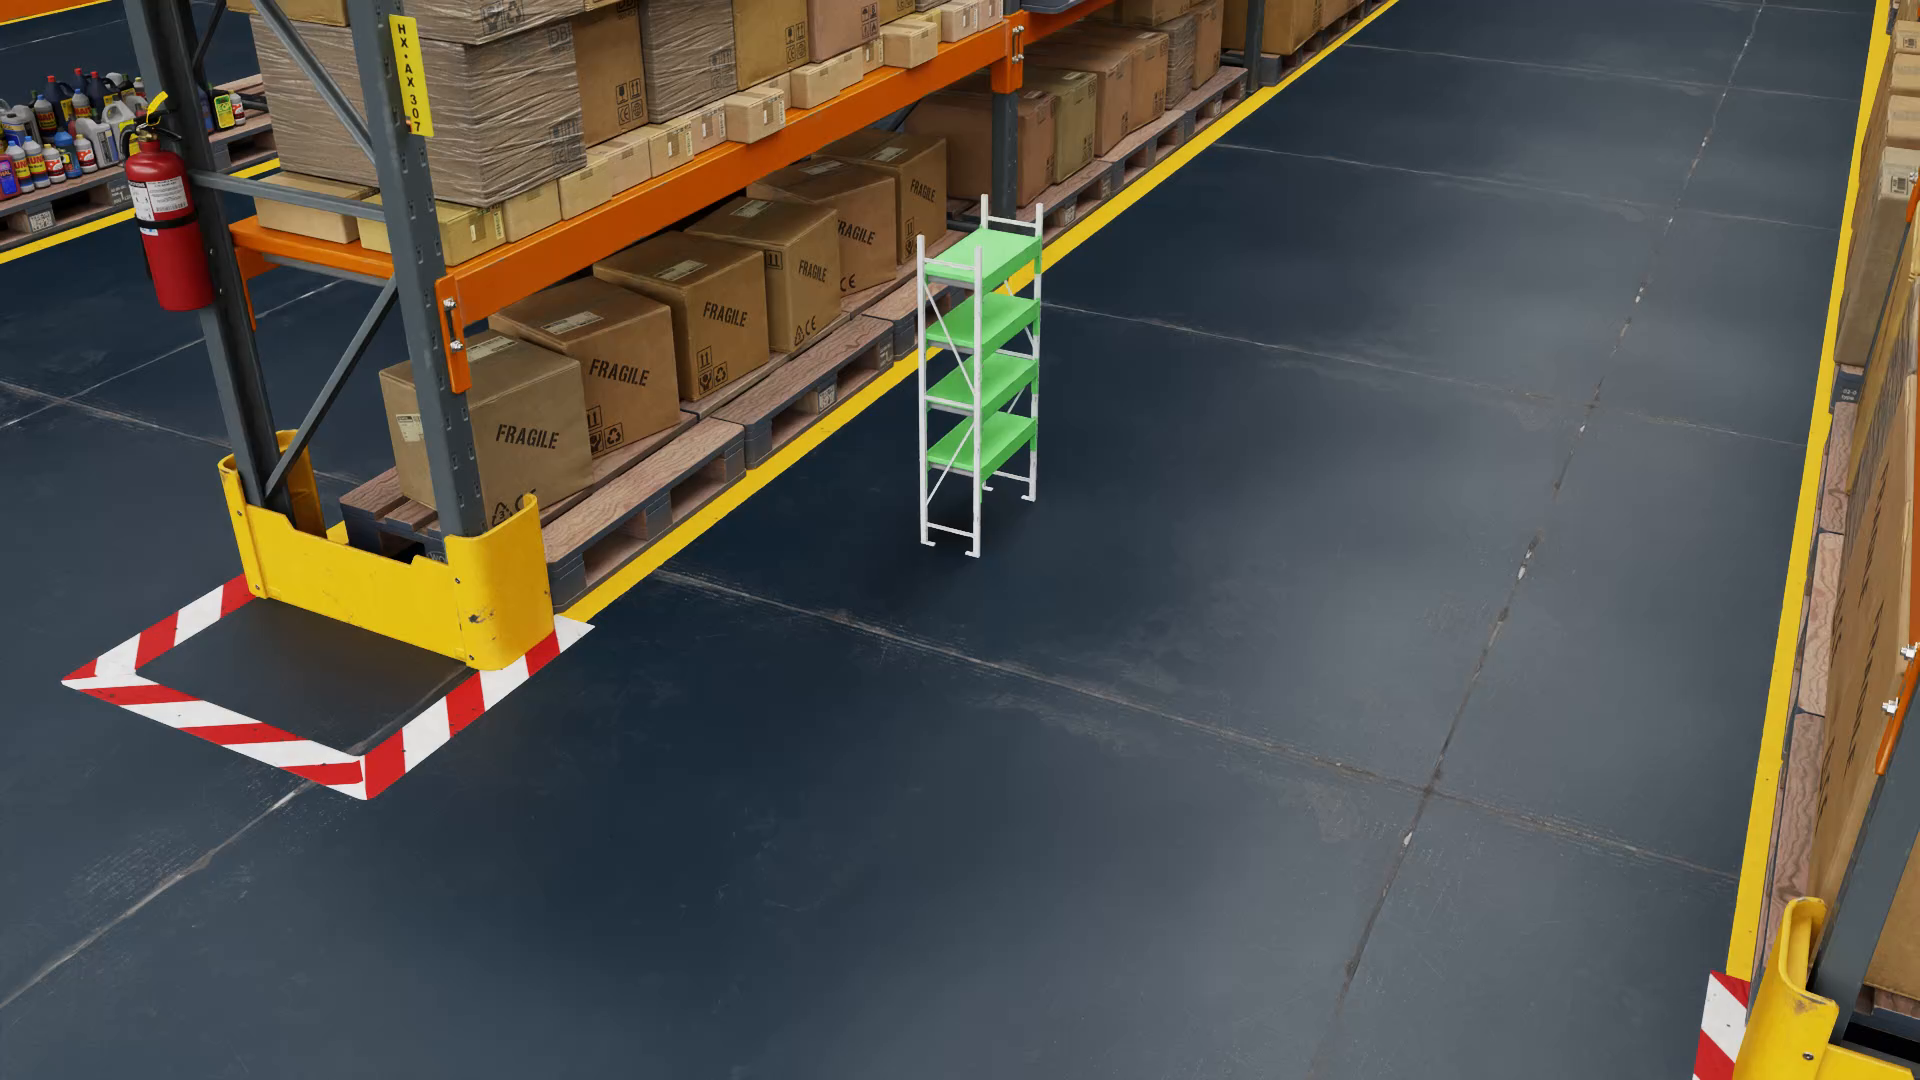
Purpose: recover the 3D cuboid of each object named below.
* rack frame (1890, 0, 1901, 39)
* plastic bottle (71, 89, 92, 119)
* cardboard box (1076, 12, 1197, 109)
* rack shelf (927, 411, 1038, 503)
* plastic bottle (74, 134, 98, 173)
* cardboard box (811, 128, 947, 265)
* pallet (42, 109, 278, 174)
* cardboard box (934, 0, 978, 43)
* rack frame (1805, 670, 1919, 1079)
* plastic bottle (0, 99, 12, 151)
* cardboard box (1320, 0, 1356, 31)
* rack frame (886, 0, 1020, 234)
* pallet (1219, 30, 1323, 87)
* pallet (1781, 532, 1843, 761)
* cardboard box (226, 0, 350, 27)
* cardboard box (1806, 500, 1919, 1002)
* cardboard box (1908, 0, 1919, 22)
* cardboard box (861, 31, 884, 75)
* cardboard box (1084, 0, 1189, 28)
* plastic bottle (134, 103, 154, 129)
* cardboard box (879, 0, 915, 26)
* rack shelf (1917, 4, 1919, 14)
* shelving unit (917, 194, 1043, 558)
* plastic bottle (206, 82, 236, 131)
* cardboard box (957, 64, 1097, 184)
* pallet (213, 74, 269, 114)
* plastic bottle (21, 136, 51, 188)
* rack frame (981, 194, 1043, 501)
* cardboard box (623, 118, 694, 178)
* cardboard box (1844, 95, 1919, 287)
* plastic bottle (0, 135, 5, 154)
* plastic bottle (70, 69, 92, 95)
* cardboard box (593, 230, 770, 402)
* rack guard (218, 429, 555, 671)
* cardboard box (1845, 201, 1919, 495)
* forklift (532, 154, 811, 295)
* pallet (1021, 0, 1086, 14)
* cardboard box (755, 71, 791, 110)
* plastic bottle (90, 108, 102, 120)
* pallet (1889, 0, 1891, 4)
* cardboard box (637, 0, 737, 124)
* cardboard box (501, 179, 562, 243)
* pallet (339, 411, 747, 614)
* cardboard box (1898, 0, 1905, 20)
[{"bbox_3d":[7.832,-5.181,12.260,1.000,3.000,0.127,14,33,23],"label":"rack frame"},{"bbox_3d":[-5.286,-2.580,10.029,0.097,0.271,0.097,0,30,0],"label":"plastic bottle"},{"bbox_3d":[1.112,-3.134,10.764,0.700,0.500,0.500,12,32,19],"label":"cardboard box"},{"bbox_3d":[0.075,-0.330,6.230,0.258,0.148,0.480,14,33,23],"label":"rack shelf"},{"bbox_3d":[-4.969,-2.196,9.431,0.097,0.201,0.097,0,30,0],"label":"plastic bottle"},{"bbox_3d":[-0.399,-1.734,8.346,0.500,0.500,0.500,13,32,22],"label":"cardboard box"},{"bbox_3d":[-4.934,-2.430,10.270,1.003,0.211,1.213,14,33,23],"label":"pallet"},{"bbox_3d":[-0.140,-2.425,7.712,0.380,0.149,0.250,14,33,23],"label":"cardboard box"},{"bbox_3d":[2.363,0.138,2.997,0.949,2.616,0.053,14,33,23],"label":"rack frame"},{"bbox_3d":[-5.607,-2.434,9.695,0.144,0.351,0.185,14,33,23],"label":"plastic bottle"},{"bbox_3d":[2.387,-4.533,12.843,1.225,0.875,0.875,14,33,23],"label":"cardboard box"},{"bbox_3d":[-0.181,-2.804,8.121,1.000,3.000,0.127,14,33,23],"label":"rack frame"},{"bbox_3d":[2.067,-3.701,12.482,1.003,0.211,1.213,14,33,23],"label":"pallet"},{"bbox_3d":[3.217,0.437,5.277,1.003,0.211,1.213,14,33,23],"label":"pallet"},{"bbox_3d":[-1.973,-1.937,5.207,0.500,0.500,0.500,14,33,23],"label":"cardboard box"},{"bbox_3d":[2.616,0.563,3.970,0.875,0.875,0.875,14,33,24],"label":"cardboard box"},{"bbox_3d":[6.088,-3.193,10.134,0.500,0.250,0.500,13,33,22],"label":"cardboard box"},{"bbox_3d":[-0.553,-2.110,7.165,0.380,0.149,0.250,14,33,23],"label":"cardboard box"},{"bbox_3d":[1.130,-3.468,10.593,0.500,0.250,0.500,18,35,29],"label":"cardboard box"},{"bbox_3d":[-4.752,-2.423,9.743,0.061,0.283,0.133,17,34,27],"label":"plastic bottle"},{"bbox_3d":[-0.701,-2.577,7.327,0.875,0.500,0.500,14,33,23],"label":"cardboard box"},{"bbox_3d":[6.921,-3.982,10.895,1.077,0.370,4.000,14,33,23],"label":"rack shelf"},{"bbox_3d":[0.075,-0.594,6.079,0.258,1.200,0.503,14,33,23],"label":"shelving unit"},{"bbox_3d":[-4.516,-2.653,10.143,0.061,0.283,0.133,16,34,26],"label":"plastic bottle"},{"bbox_3d":[0.352,-2.386,9.460,0.700,0.500,0.500,14,33,23],"label":"cardboard box"},{"bbox_3d":[-4.267,-3.076,11.394,1.003,0.211,1.213,14,33,23],"label":"pallet"},{"bbox_3d":[-5.108,-2.092,9.178,0.097,0.271,0.097,0,30,0],"label":"plastic bottle"},{"bbox_3d":[0.187,-0.702,6.267,0.240,1.200,0.015,14,33,23],"label":"rack frame"},{"bbox_3d":[-1.188,-1.433,5.985,0.380,0.149,0.250,14,33,23],"label":"cardboard box"},{"bbox_3d":[4.834,-1.563,7.797,1.050,0.750,0.750,14,33,23],"label":"cardboard box"},{"bbox_3d":[-5.565,-2.279,9.574,0.097,0.201,0.097,0,30,0],"label":"plastic bottle"},{"bbox_3d":[-5.328,-2.706,10.169,0.144,0.351,0.185,15,33,25],"label":"plastic bottle"},{"bbox_3d":[-1.160,-0.948,6.977,0.500,0.500,0.500,18,34,28],"label":"cardboard box"},{"bbox_3d":[-1.969,0.019,5.714,1.175,0.500,0.348,14,33,23],"label":"rack guard"},{"bbox_3d":[3.839,-0.632,6.050,0.875,0.875,0.875,15,33,24],"label":"cardboard box"},{"bbox_3d":[-1.592,-3.008,8.545,1.130,2.935,3.031,16,33,25],"label":"forklift"},{"bbox_3d":[0.296,-3.027,8.701,1.003,0.211,1.213,14,33,23],"label":"pallet"},{"bbox_3d":[-0.896,-1.778,6.587,0.380,0.149,0.250,14,33,23],"label":"cardboard box"},{"bbox_3d":[-4.965,-2.373,9.657,0.061,0.283,0.133,14,33,23],"label":"plastic bottle"},{"bbox_3d":[8.661,-4.820,14.432,1.003,0.211,1.213,14,33,23],"label":"pallet"},{"bbox_3d":[-1.341,-1.902,6.150,0.875,0.500,0.500,14,33,23],"label":"cardboard box"},{"bbox_3d":[-1.531,-1.101,5.407,0.380,0.149,0.250,14,33,23],"label":"cardboard box"},{"bbox_3d":[-1.567,-0.208,6.399,1.003,0.211,1.213,14,33,23],"label":"pallet"},{"bbox_3d":[7.020,-3.777,11.903,0.500,0.500,0.500,16,33,25],"label":"cardboard box"}]
